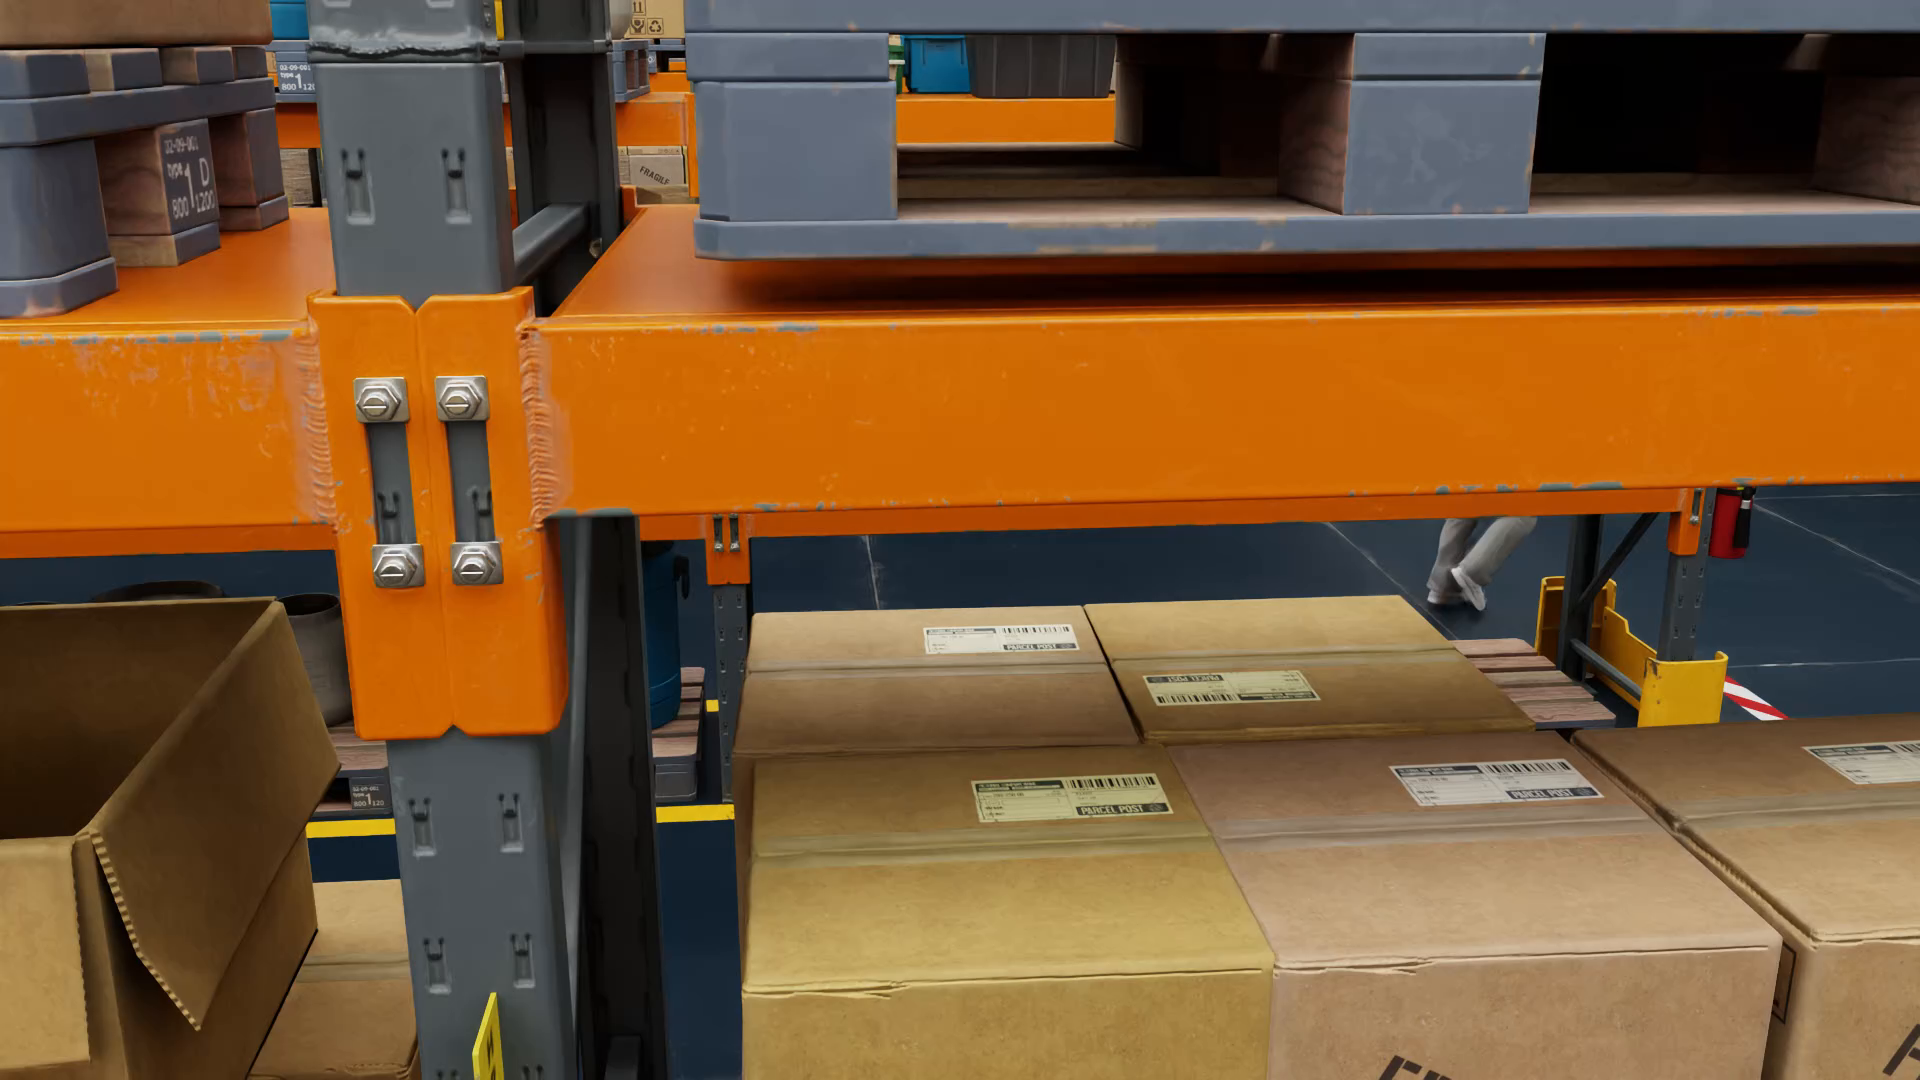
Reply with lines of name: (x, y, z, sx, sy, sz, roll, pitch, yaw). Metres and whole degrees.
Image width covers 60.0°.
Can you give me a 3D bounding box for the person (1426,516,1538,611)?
person: (2.828, -0.428, 8.916, 0.486, 1.684, 0.492, -3, 17, -9)
